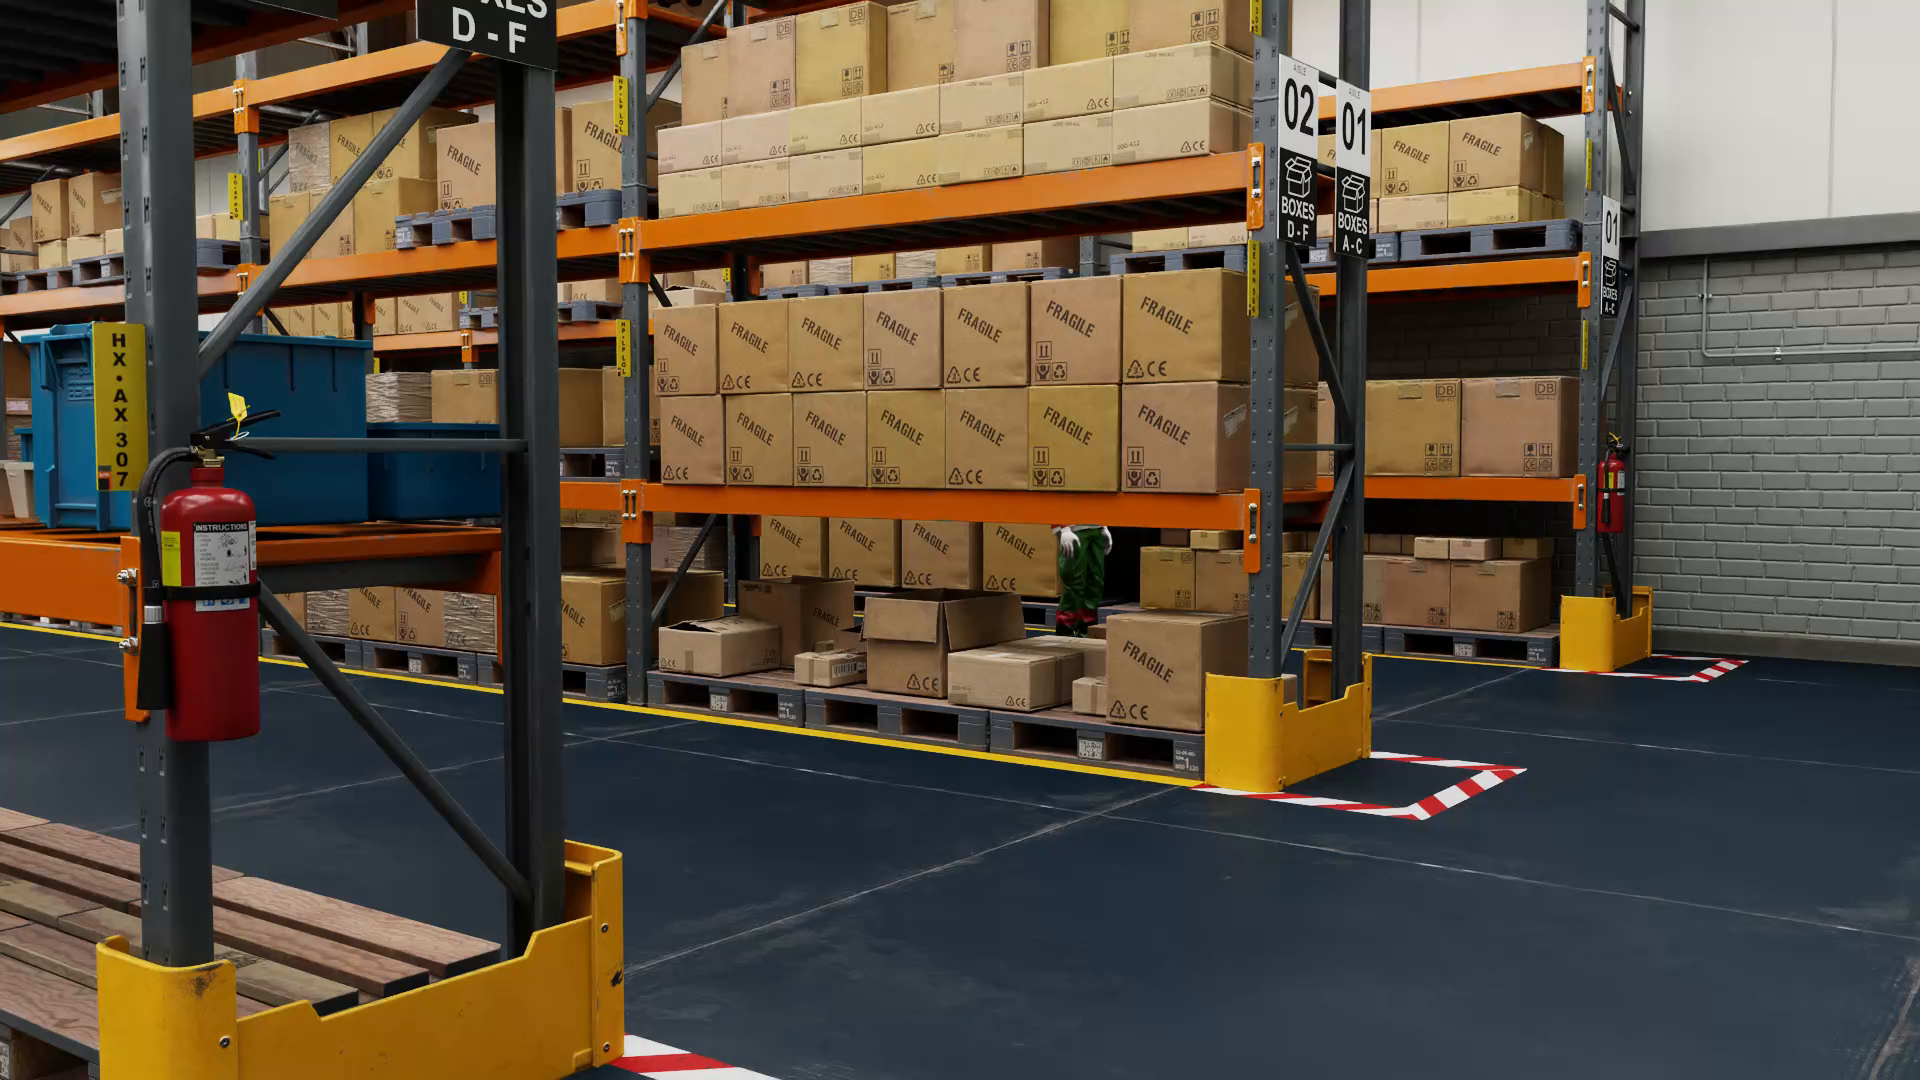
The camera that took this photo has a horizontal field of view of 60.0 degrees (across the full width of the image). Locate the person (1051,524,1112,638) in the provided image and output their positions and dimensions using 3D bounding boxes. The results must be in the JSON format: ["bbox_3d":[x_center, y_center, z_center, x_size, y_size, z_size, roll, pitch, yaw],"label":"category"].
[{"bbox_3d":[0.887,-0.036,11.865,0.450,1.780,0.607,2,4,36],"label":"person"}]
